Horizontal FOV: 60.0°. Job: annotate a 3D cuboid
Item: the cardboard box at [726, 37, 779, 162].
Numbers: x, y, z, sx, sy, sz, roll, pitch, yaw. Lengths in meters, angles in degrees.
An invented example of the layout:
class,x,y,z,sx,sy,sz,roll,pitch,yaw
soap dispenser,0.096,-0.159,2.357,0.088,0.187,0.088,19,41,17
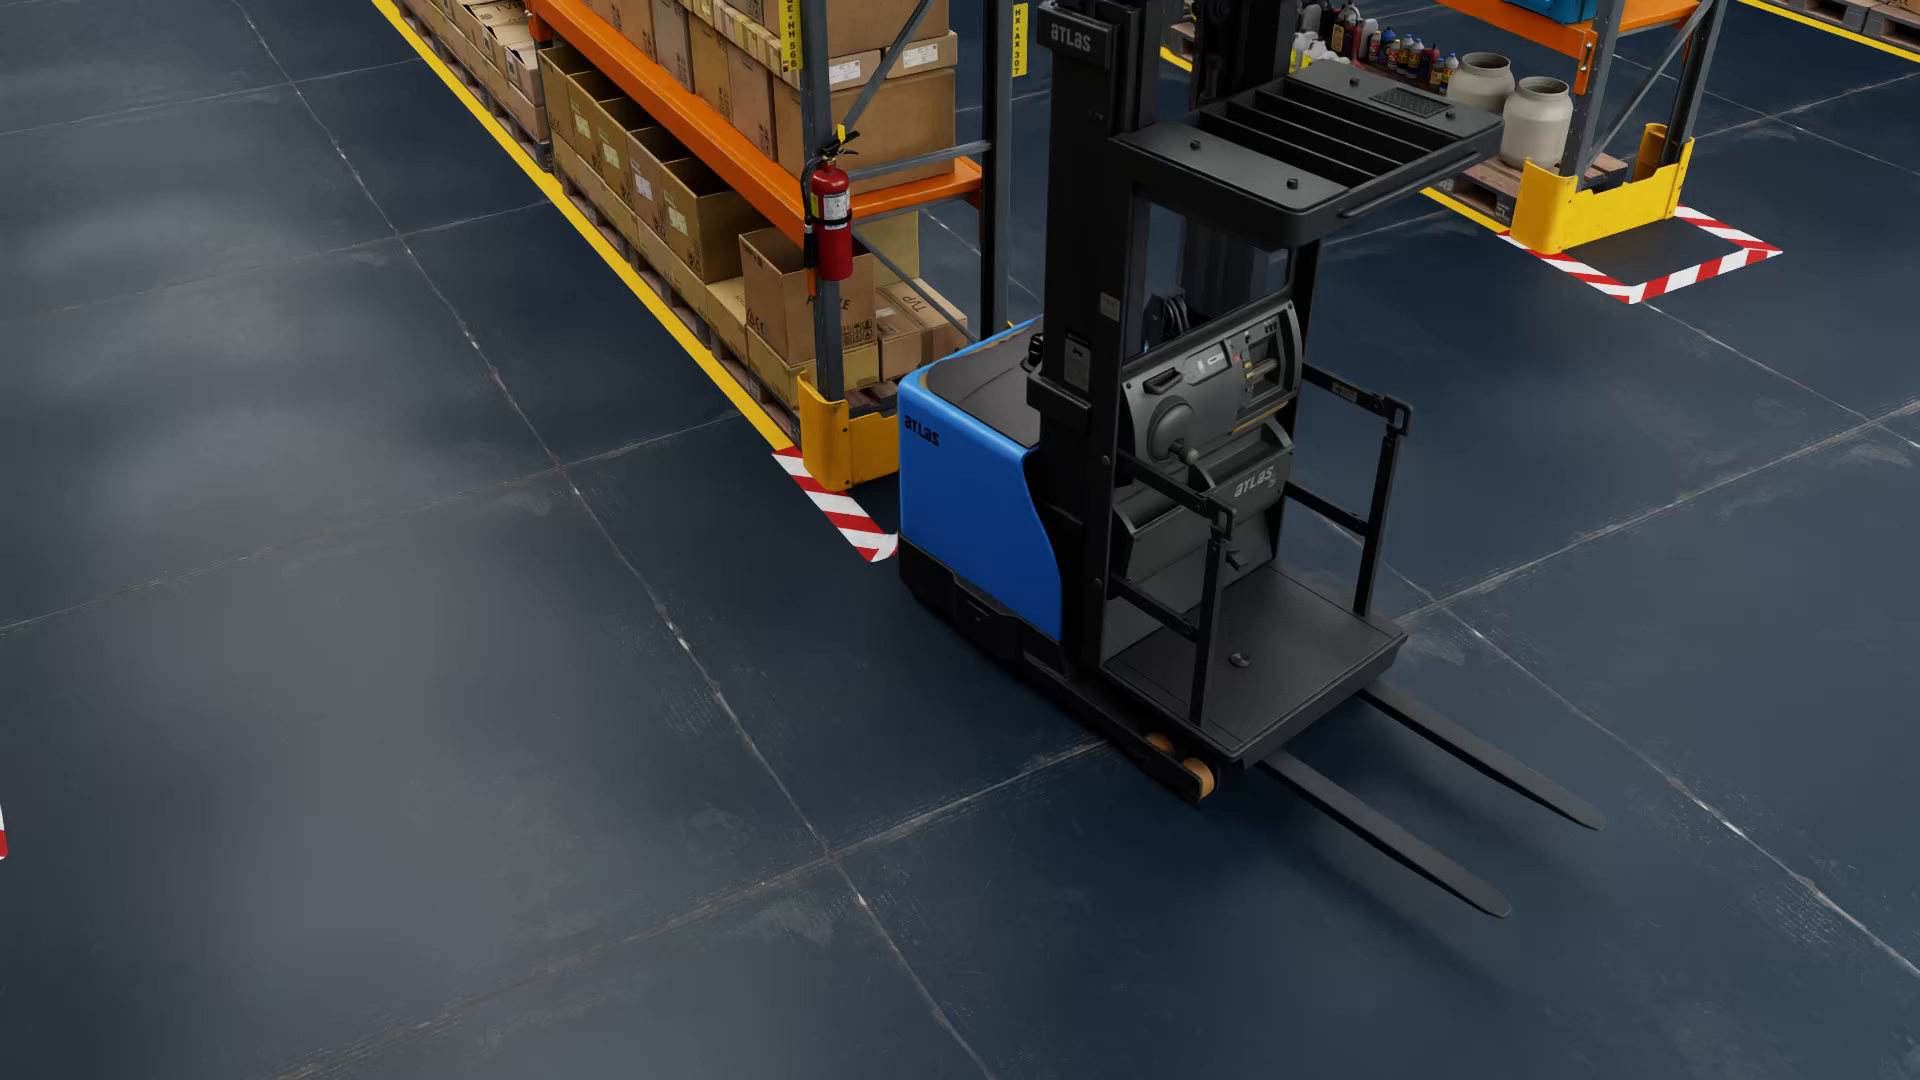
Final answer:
class,x,y,z,sx,sy,sz,roll,pitch,yaw
cardboard box,-0.716,-2.252,8.206,0.700,0.500,0.500,-18,40,-23

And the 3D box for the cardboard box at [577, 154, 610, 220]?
class,x,y,z,sx,sy,sz,roll,pitch,yaw
cardboard box,-2.017,-2.220,10.221,0.500,0.250,0.500,-19,40,-24

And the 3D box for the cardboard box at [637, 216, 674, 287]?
class,x,y,z,sx,sy,sz,roll,pitch,yaw
cardboard box,-1.513,-1.710,9.523,0.500,0.250,0.500,-19,40,-24

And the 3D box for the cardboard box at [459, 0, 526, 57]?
class,x,y,z,sx,sy,sz,roll,pitch,yaw
cardboard box,-3.201,-3.669,11.730,0.500,0.311,0.500,-19,40,-24

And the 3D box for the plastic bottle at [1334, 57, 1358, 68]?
class,x,y,z,sx,sy,sz,roll,pitch,yaw
plastic bottle,2.655,-3.190,11.511,0.152,0.276,0.135,-19,40,-24

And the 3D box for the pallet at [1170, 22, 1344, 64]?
class,x,y,z,sx,sy,sz,roll,pitch,yaw
pallet,2.352,-3.728,12.676,1.003,0.211,1.213,-19,40,-24

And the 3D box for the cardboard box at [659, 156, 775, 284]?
class,x,y,z,sx,sy,sz,roll,pitch,yaw
cardboard box,-1.266,-1.756,8.951,0.500,0.500,0.500,-19,40,-24

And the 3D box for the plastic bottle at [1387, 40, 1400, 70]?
class,x,y,z,sx,sy,sz,roll,pitch,yaw
plastic bottle,3.146,-3.510,12.013,0.097,0.201,0.097,0,36,0

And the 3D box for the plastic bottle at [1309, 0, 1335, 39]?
class,x,y,z,sx,sy,sz,roll,pitch,yaw
plastic bottle,2.720,-3.976,12.524,0.144,0.351,0.185,-21,41,-26

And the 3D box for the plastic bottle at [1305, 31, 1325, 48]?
class,x,y,z,sx,sy,sz,roll,pitch,yaw
plastic bottle,2.521,-3.496,11.930,0.152,0.276,0.135,-19,40,-24

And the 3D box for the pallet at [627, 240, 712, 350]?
class,x,y,z,sx,sy,sz,roll,pitch,yaw
pallet,-1.254,-1.577,9.729,1.003,0.211,1.213,-19,40,-24

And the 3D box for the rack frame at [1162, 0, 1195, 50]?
class,x,y,z,sx,sy,sz,roll,pitch,yaw
rack frame,2.051,-5.209,12.339,1.000,3.000,0.127,-19,40,-24

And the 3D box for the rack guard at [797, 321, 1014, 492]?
class,x,y,z,sx,sy,sz,roll,pitch,yaw
rack guard,-0.212,-0.682,8.260,1.175,0.500,0.348,-19,40,-24

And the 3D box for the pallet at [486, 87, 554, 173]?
class,x,y,z,sx,sy,sz,roll,pitch,yaw
pallet,-2.638,-2.982,11.653,1.003,0.211,1.213,-19,40,-24

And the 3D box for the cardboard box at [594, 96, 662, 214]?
class,x,y,z,sx,sy,sz,roll,pitch,yaw
cardboard box,-1.769,-2.266,9.649,0.500,0.500,0.500,-19,40,-24

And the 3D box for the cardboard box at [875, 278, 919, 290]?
class,x,y,z,sx,sy,sz,roll,pitch,yaw
cardboard box,-0.556,-1.356,9.039,0.500,0.250,0.500,-19,40,-24

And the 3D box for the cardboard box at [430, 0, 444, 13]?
class,x,y,z,sx,sy,sz,roll,pitch,yaw
cardboard box,-3.709,-4.189,12.442,0.500,0.311,0.500,-20,41,-25

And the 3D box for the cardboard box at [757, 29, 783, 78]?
class,x,y,z,sx,sy,sz,roll,pitch,yaw
cardboard box,-0.714,-2.277,7.690,0.380,0.149,0.250,-18,40,-23

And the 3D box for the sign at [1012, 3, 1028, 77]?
class,x,y,z,sx,sy,sz,roll,pitch,yaw
sign,0.258,-2.246,7.481,0.100,0.325,0.005,-19,40,-24

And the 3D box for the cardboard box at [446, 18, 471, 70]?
class,x,y,z,sx,sy,sz,roll,pitch,yaw
cardboard box,-3.458,-3.707,12.258,0.500,0.250,0.500,-18,40,-23

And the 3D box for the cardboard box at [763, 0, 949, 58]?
class,x,y,z,sx,sy,sz,roll,pitch,yaw
cardboard box,-0.475,-2.537,7.495,0.700,0.500,0.500,-19,40,-24

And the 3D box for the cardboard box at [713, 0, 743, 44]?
class,x,y,z,sx,sy,sz,roll,pitch,yaw
cardboard box,-0.967,-2.537,8.045,0.380,0.149,0.250,-18,40,-23

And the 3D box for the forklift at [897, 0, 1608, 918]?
class,x,y,z,sx,sy,sz,roll,pitch,yaw
forklift,1.079,-0.524,5.982,1.130,2.935,3.031,-28,44,-32

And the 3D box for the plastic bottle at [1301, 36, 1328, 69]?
class,x,y,z,sx,sy,sz,roll,pitch,yaw
plastic bottle,2.499,-3.375,11.700,0.144,0.351,0.185,-17,40,-22

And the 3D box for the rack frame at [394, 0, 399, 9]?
class,x,y,z,sx,sy,sz,roll,pitch,yaw
rack frame,-4.244,-5.783,13.125,1.000,3.000,0.127,-19,40,-24

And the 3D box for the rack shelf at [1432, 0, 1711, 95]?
class,x,y,z,sx,sy,sz,roll,pitch,yaw
rack shelf,3.055,-3.899,11.155,1.077,0.370,4.000,-19,40,-24

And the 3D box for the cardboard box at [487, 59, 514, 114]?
class,x,y,z,sx,sy,sz,roll,pitch,yaw
cardboard box,-2.946,-3.187,11.545,0.500,0.250,0.500,-20,40,-25

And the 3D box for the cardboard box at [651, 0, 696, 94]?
class,x,y,z,sx,sy,sz,roll,pitch,yaw
cardboard box,-1.228,-2.774,8.921,0.700,0.500,0.500,-18,40,-23

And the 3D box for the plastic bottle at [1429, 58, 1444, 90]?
class,x,y,z,sx,sy,sz,roll,pitch,yaw
plastic bottle,3.367,-3.287,11.706,0.097,0.201,0.097,0,36,0

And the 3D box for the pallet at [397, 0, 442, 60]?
class,x,y,z,sx,sy,sz,roll,pitch,yaw
pallet,-3.864,-4.226,13.357,1.003,0.211,1.213,-19,40,-24

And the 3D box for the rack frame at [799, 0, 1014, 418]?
class,x,y,z,sx,sy,sz,roll,pitch,yaw
rack frame,-0.225,-1.704,7.539,1.000,3.000,0.127,-19,40,-24

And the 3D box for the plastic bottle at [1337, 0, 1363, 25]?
class,x,y,z,sx,sy,sz,roll,pitch,yaw
plastic bottle,2.882,-3.812,12.298,0.144,0.351,0.185,-19,40,-24

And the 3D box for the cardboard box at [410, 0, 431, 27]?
class,x,y,z,sx,sy,sz,roll,pitch,yaw
cardboard box,-3.981,-4.232,12.977,0.500,0.250,0.500,-20,41,-25

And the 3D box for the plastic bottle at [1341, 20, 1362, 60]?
class,x,y,z,sx,sy,sz,roll,pitch,yaw
plastic bottle,2.868,-3.668,12.160,0.061,0.283,0.133,-19,40,-24

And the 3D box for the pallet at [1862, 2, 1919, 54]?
class,x,y,z,sx,sy,sz,roll,pitch,yaw
pallet,7.927,-3.975,13.013,1.003,0.211,1.213,-19,40,-24

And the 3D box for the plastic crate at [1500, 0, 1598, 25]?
class,x,y,z,sx,sy,sz,roll,pitch,yaw
plastic crate,3.550,-3.276,9.818,0.499,0.251,0.616,-19,40,-24

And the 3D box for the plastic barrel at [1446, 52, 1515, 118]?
class,x,y,z,sx,sy,sz,roll,pitch,yaw
plastic barrel,3.412,-2.903,10.935,0.421,0.512,0.421,0,36,0

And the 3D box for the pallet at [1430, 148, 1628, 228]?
class,x,y,z,sx,sy,sz,roll,pitch,yaw
pallet,3.578,-2.484,10.972,1.003,0.211,1.213,-19,40,-24

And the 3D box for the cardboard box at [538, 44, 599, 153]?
class,x,y,z,sx,sy,sz,roll,pitch,yaw
cardboard box,-2.272,-2.776,10.347,0.500,0.500,0.500,-19,40,-24

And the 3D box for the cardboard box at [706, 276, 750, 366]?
class,x,y,z,sx,sy,sz,roll,pitch,yaw
cardboard box,-1.011,-1.200,8.825,0.500,0.250,0.500,-19,40,-24

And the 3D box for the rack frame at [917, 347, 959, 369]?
class,x,y,z,sx,sy,sz,roll,pitch,yaw
rack frame,-0.097,-0.449,7.601,0.240,0.900,0.006,-27,44,-32

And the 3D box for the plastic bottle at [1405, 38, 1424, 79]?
class,x,y,z,sx,sy,sz,roll,pitch,yaw
plastic bottle,3.247,-3.437,11.853,0.097,0.271,0.097,0,36,0

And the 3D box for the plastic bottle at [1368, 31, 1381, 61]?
class,x,y,z,sx,sy,sz,roll,pitch,yaw
plastic bottle,3.043,-3.615,12.156,0.097,0.201,0.097,0,36,0

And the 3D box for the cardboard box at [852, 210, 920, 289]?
class,x,y,z,sx,sy,sz,roll,pitch,yaw
cardboard box,-0.554,-1.659,8.818,0.500,0.500,0.500,-19,40,-24

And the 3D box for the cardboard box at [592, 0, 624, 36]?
class,x,y,z,sx,sy,sz,roll,pitch,yaw
cardboard box,-1.735,-3.292,9.630,0.700,0.500,0.500,-19,40,-24

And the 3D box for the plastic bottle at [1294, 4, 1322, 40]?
class,x,y,z,sx,sy,sz,roll,pitch,yaw
plastic bottle,2.604,-3.889,12.468,0.152,0.276,0.135,-19,40,-24

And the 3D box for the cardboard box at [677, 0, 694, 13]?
class,x,y,z,sx,sy,sz,roll,pitch,yaw
cardboard box,-1.233,-2.804,8.411,0.380,0.149,0.250,-18,40,-23

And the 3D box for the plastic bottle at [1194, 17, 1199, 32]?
class,x,y,z,sx,sy,sz,roll,pitch,yaw
plastic bottle,1.832,-3.993,12.614,0.097,0.271,0.097,0,36,0

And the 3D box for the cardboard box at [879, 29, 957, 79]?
class,x,y,z,sx,sy,sz,roll,pitch,yaw
cardboard box,-0.235,-2.270,7.680,0.380,0.149,0.250,-19,40,-24

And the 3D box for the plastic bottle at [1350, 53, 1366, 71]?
class,x,y,z,sx,sy,sz,roll,pitch,yaw
plastic bottle,2.747,-3.225,11.553,0.061,0.283,0.133,-19,40,-24

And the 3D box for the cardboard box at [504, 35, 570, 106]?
class,x,y,z,sx,sy,sz,roll,pitch,yaw
cardboard box,-2.686,-3.151,11.020,0.500,0.311,0.500,-19,40,-24

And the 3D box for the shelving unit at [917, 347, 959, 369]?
class,x,y,z,sx,sy,sz,roll,pitch,yaw
shelving unit,-0.030,-0.404,7.540,0.258,0.900,0.210,-27,44,-32
